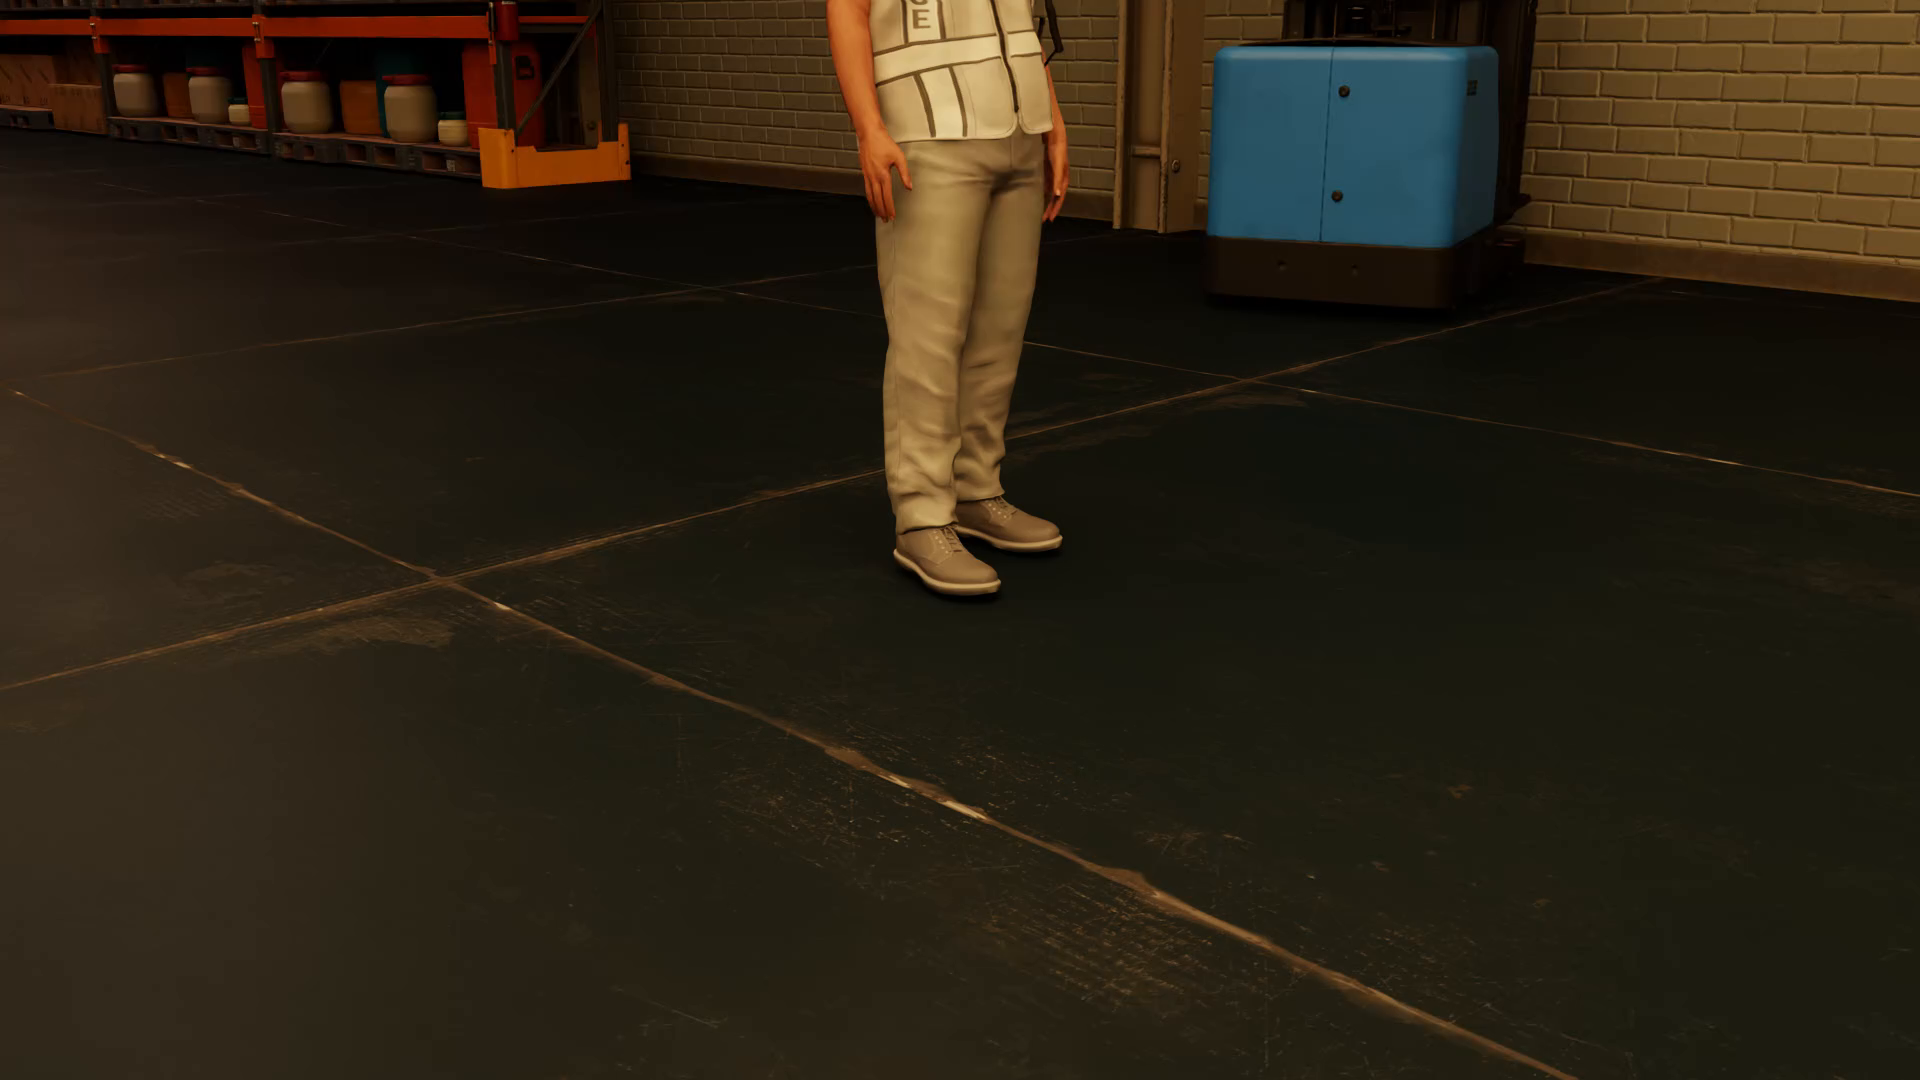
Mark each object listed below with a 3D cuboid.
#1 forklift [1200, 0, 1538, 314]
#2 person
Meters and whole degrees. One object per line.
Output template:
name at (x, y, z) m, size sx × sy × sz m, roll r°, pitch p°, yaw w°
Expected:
forklift at (2.129, -2.712, 7.718) m, size 1.130 × 2.935 × 3.031 m, roll 8°, pitch 19°, yaw 25°
person at (0.048, -0.840, 3.570) m, size 0.574 × 1.780 × 0.641 m, roll 16°, pitch 23°, yaw 42°
